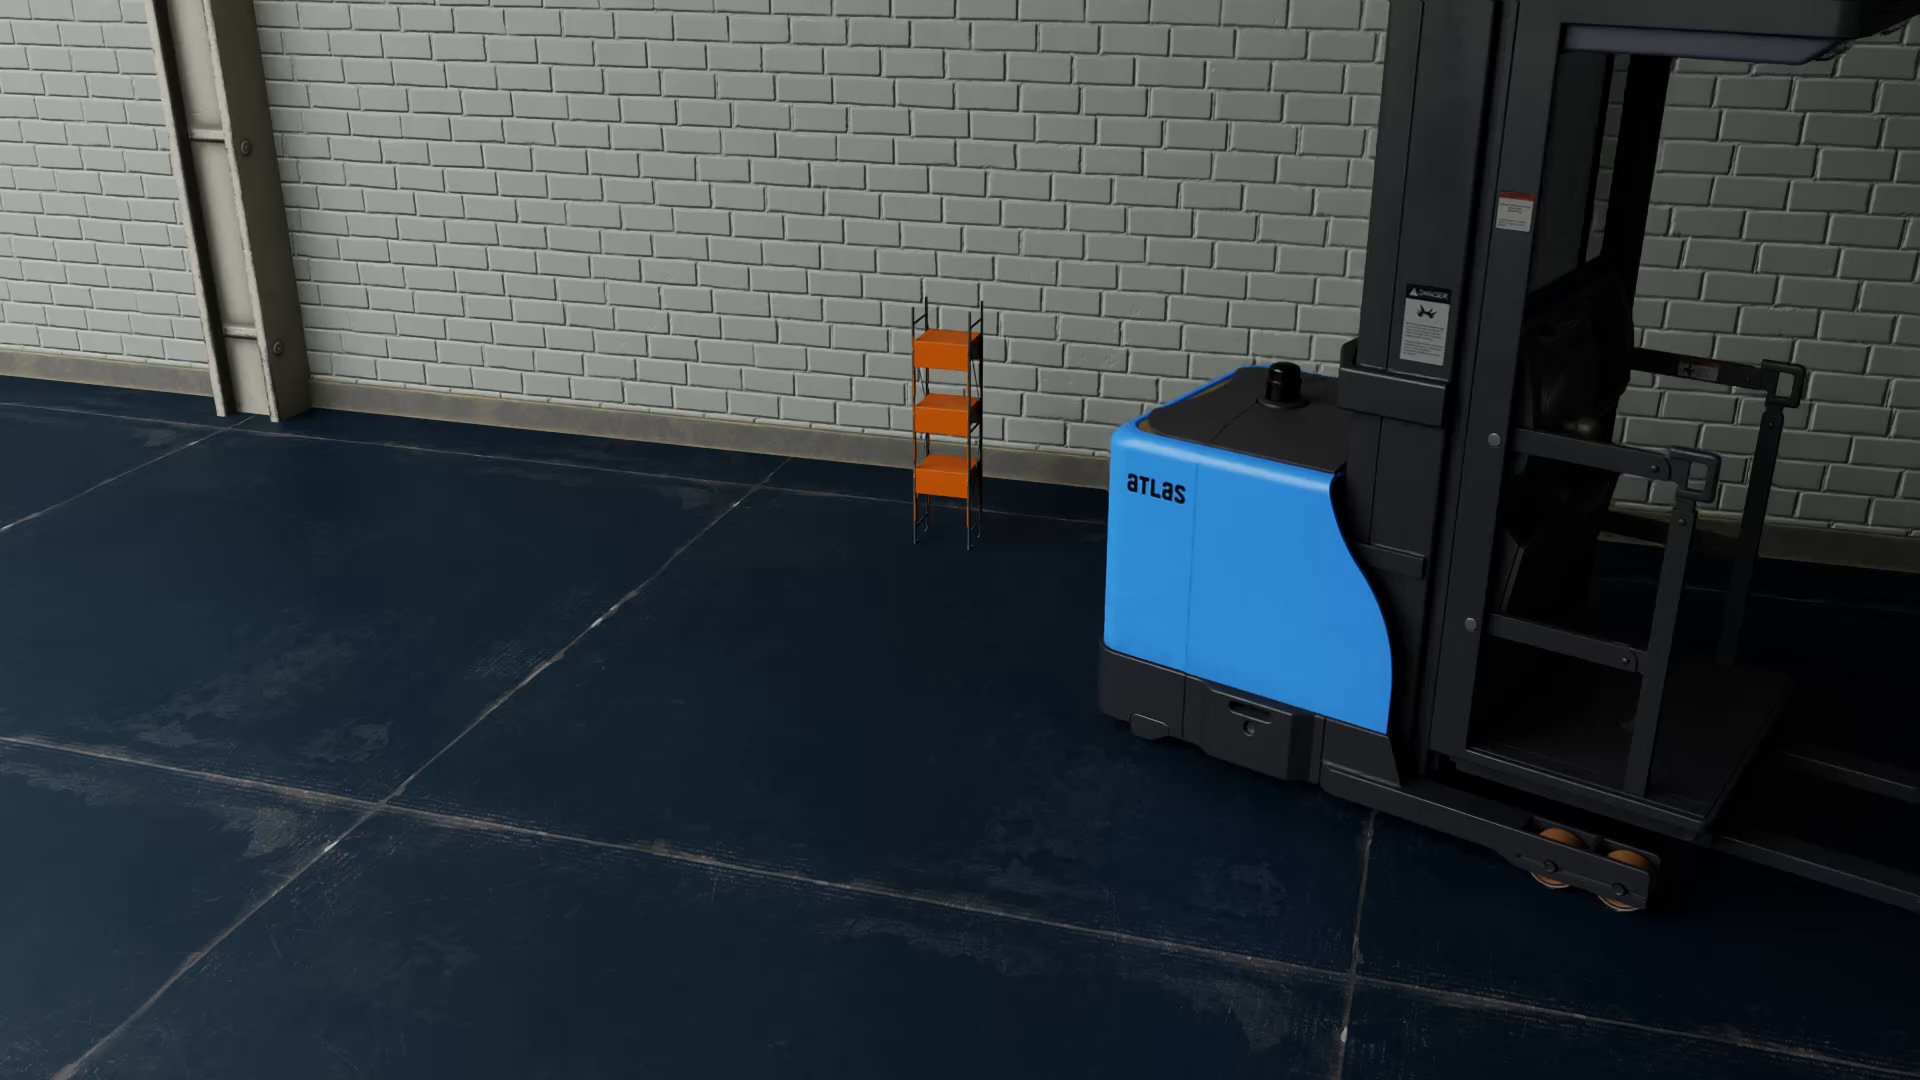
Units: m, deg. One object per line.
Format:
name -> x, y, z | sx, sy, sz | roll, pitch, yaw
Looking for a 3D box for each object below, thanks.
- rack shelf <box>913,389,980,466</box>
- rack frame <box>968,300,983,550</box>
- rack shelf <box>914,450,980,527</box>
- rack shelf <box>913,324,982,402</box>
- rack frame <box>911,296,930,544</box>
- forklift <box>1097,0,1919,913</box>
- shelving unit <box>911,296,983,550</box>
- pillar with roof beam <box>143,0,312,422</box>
rack shelf -> -0.051, -0.482, 7.089 | 0.240, 0.259, 0.215 | 7, 23, 16
rack frame -> 0.066, -0.478, 7.052 | 0.008, 1.050, 0.200 | 7, 23, 16
rack shelf -> -0.051, -0.225, 7.195 | 0.240, 0.259, 0.215 | 7, 23, 16
rack shelf -> -0.051, -0.744, 6.981 | 0.240, 0.259, 0.215 | 7, 23, 16
rack frame -> -0.168, -0.505, 7.118 | 0.008, 1.050, 0.200 | 7, 23, 16
forklift -> 1.955, -0.534, 4.710 | 3.031, 2.935, 1.130 | 16, 27, 33
shelving unit -> -0.051, -0.492, 7.085 | 0.252, 1.050, 0.215 | 7, 23, 16
pillar with roof beam -> -4.986, -3.299, 3.454 | 0.400, 9.000, 9.100 | 7, 23, 16
